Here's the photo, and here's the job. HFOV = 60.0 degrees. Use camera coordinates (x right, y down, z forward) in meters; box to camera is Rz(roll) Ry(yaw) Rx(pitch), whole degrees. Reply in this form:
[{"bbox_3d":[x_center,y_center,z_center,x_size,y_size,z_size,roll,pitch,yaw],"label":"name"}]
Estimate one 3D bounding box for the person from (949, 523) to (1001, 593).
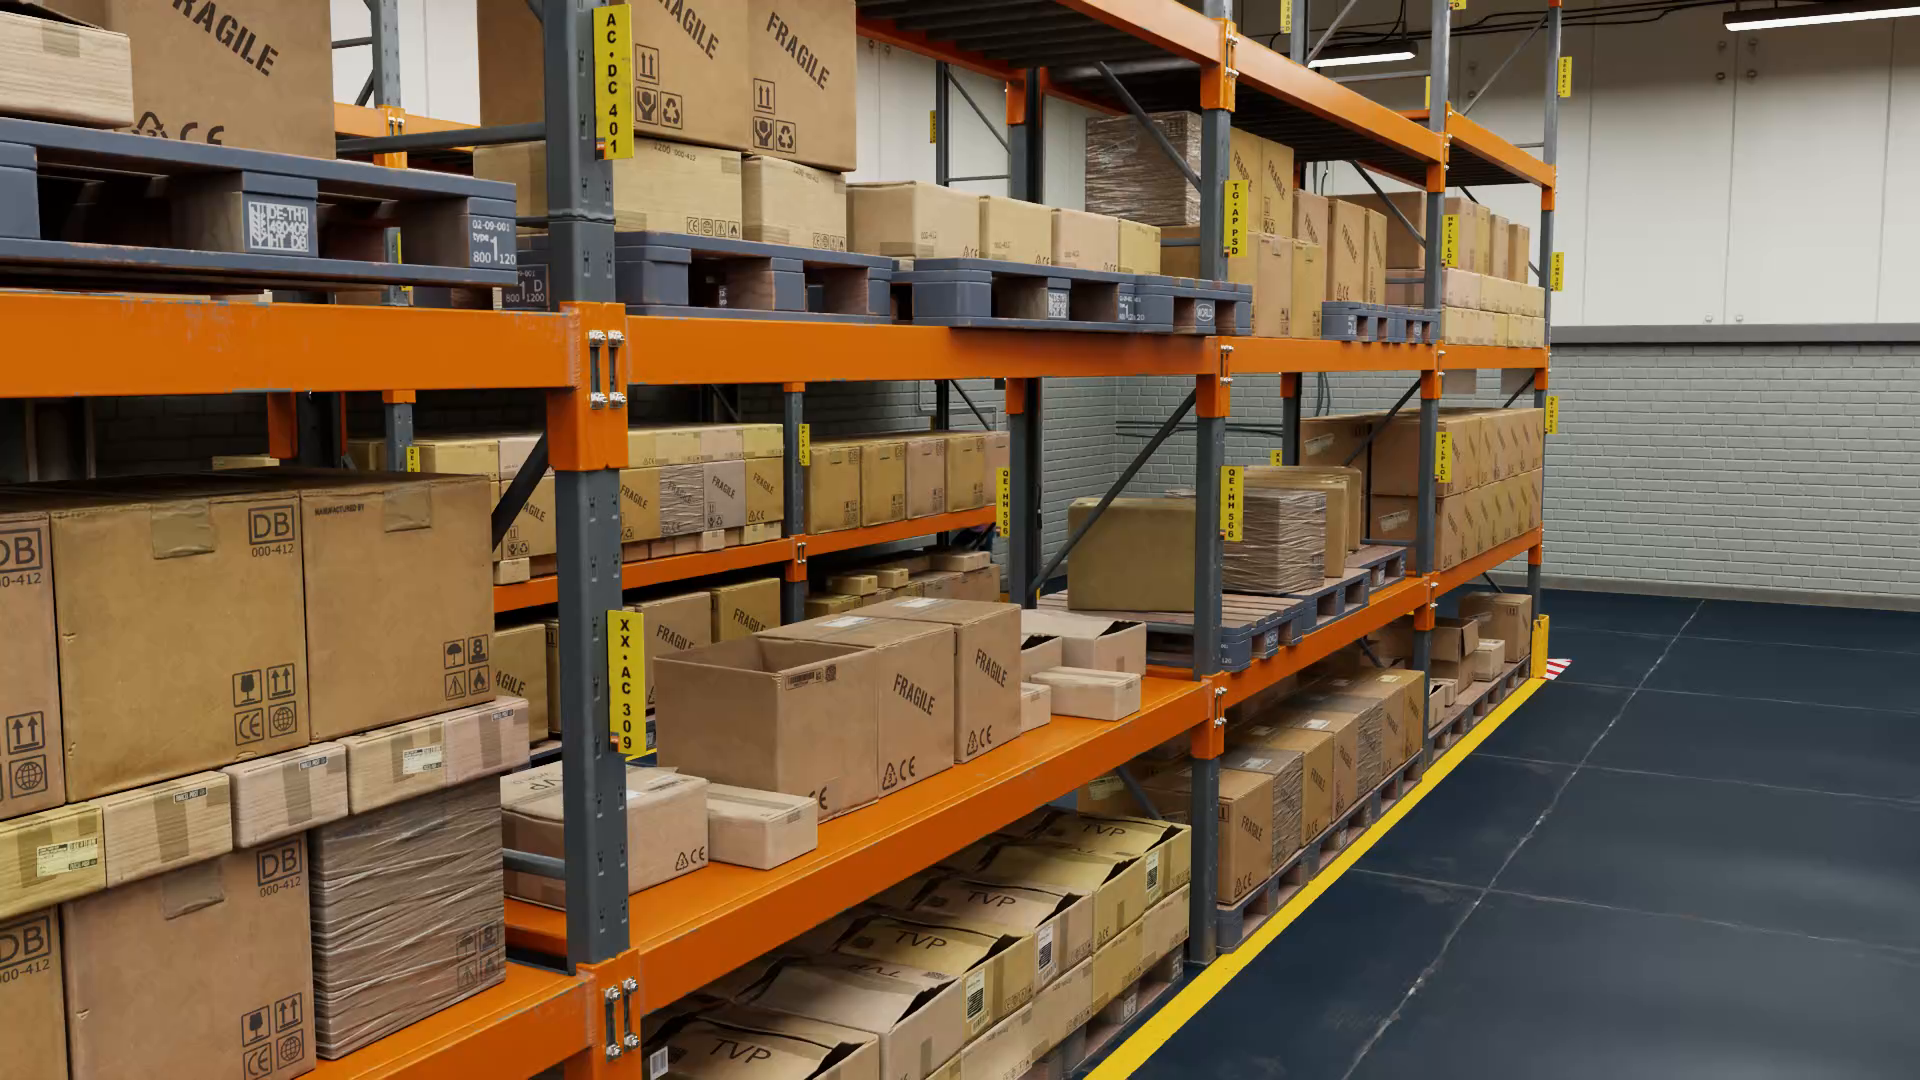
[{"bbox_3d":[0.158,-0.081,18.311,0.587,1.586,0.463,-2,6,-18],"label":"person"}]
